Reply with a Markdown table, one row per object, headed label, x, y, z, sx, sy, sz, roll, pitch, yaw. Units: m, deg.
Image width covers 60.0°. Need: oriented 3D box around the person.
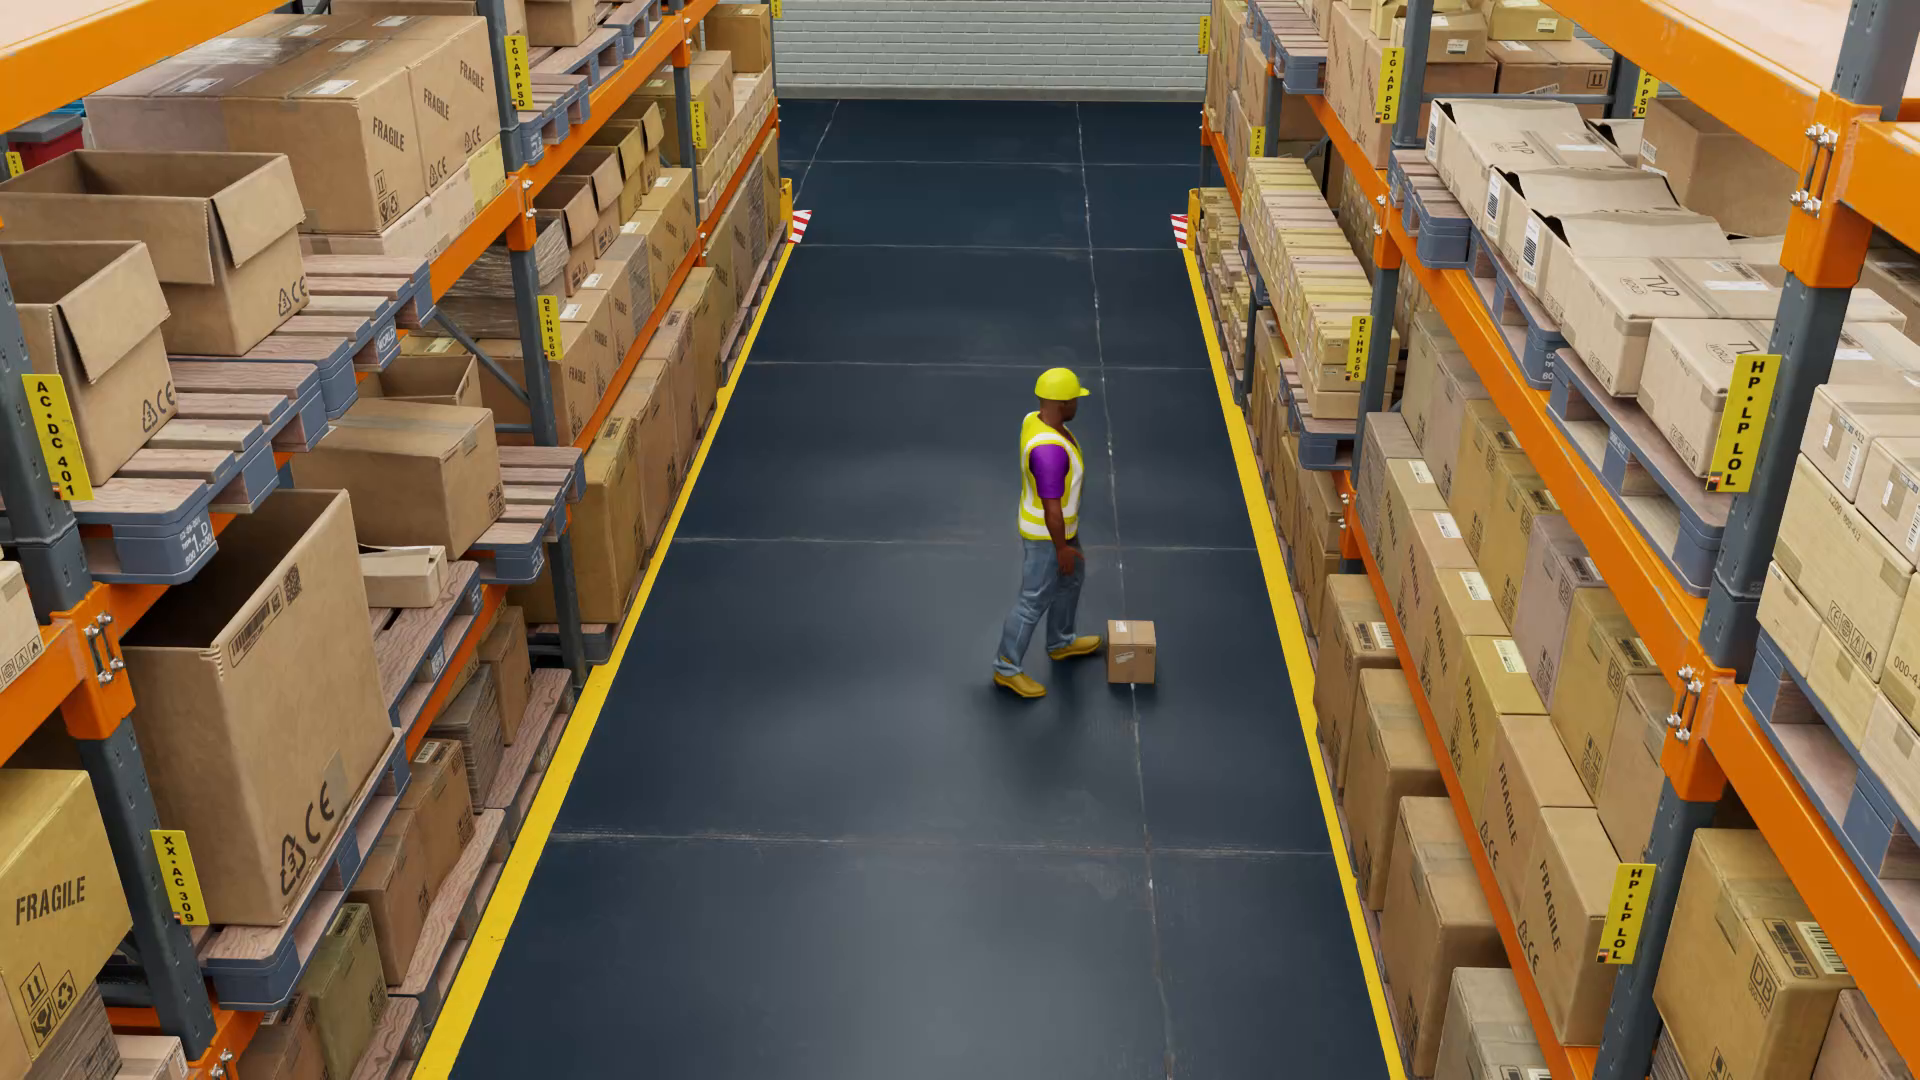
| label | x | y | z | sx | sy | sz | roll | pitch | yaw |
| --- | --- | --- | --- | --- | --- | --- | --- | --- | --- |
| person | 0.484 | -0.066 | 8.738 | 0.606 | 1.761 | 0.608 | 1 | 28 | 1 |
